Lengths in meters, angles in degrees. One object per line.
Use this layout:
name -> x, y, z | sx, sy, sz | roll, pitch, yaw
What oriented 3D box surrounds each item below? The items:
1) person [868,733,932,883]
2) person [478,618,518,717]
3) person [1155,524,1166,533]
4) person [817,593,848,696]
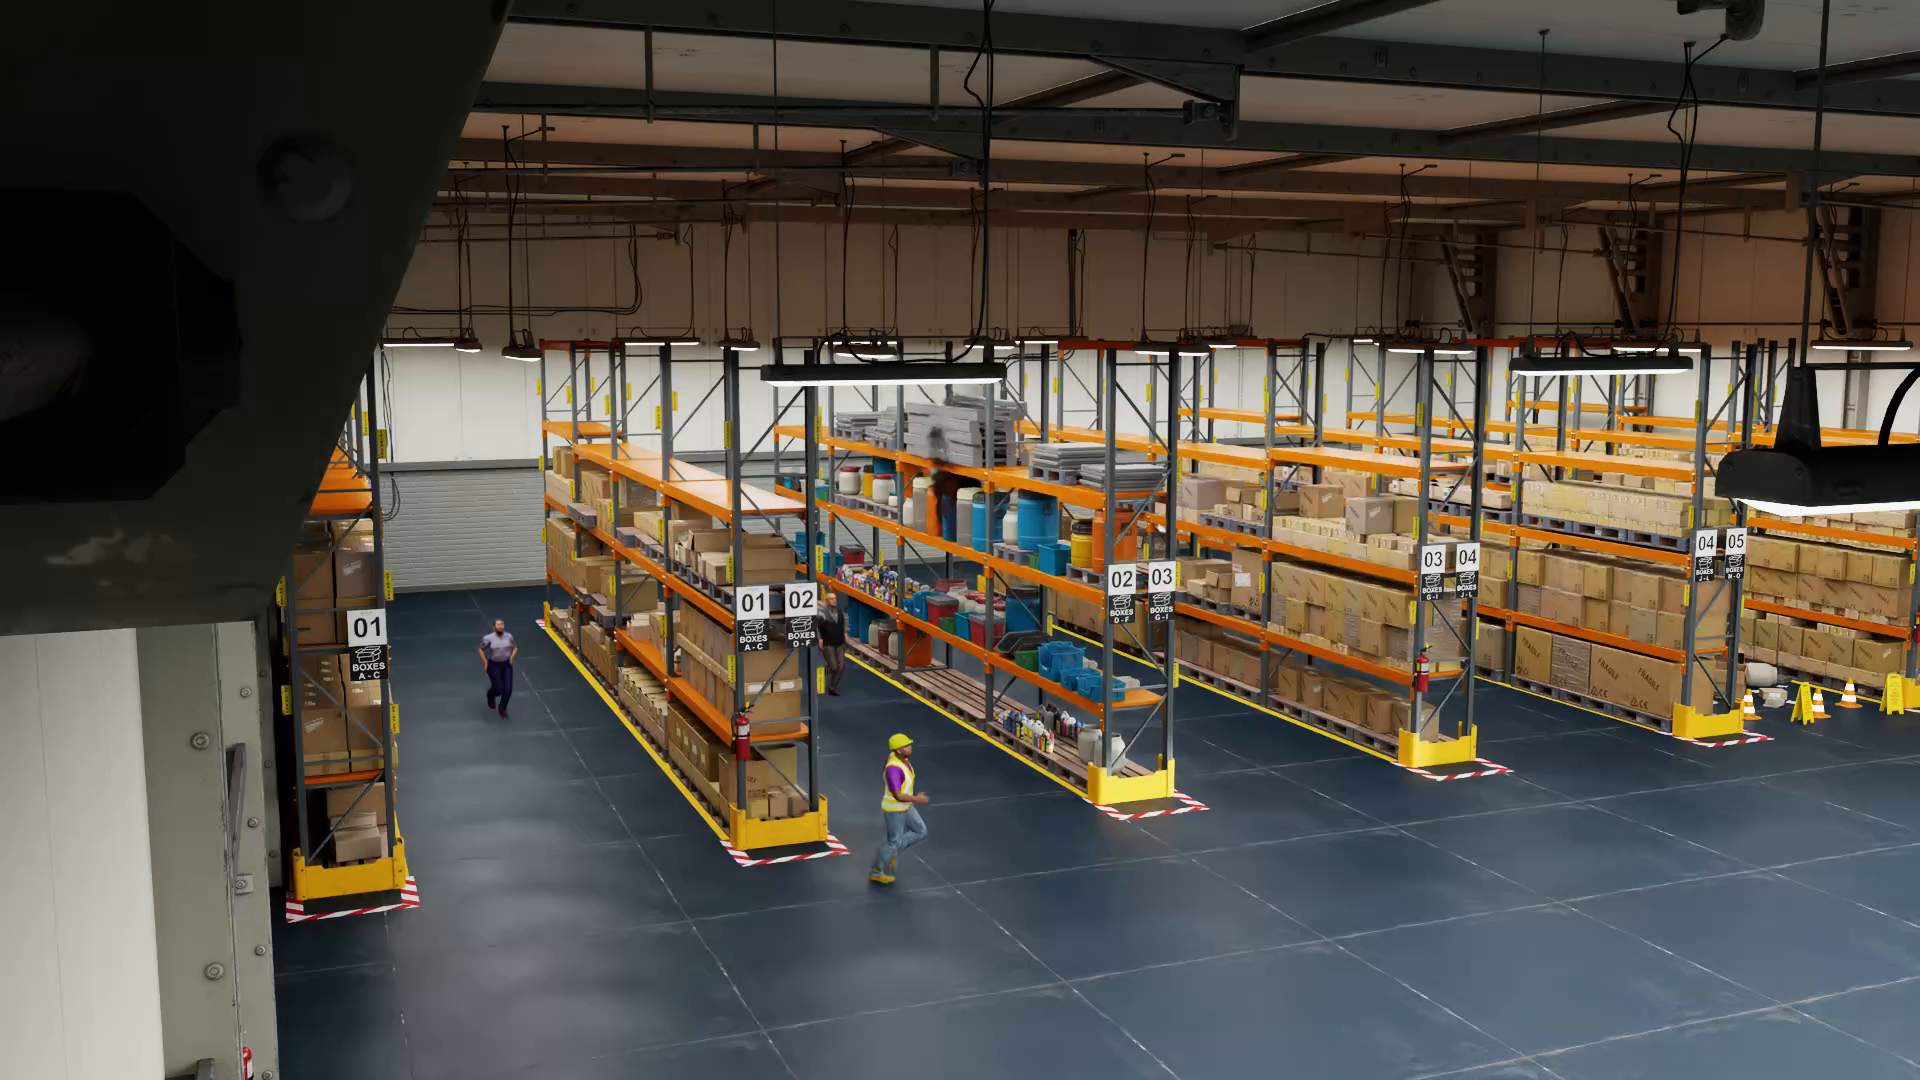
person -> -0.668, 3.024, 18.881 | 0.740, 1.717, 0.731 | 1, 8, 10
person -> -7.427, 2.062, 26.861 | 0.607, 1.606, 0.549 | -5, 9, -31
person -> 4.740, 0.215, 40.961 | 0.542, 1.615, 0.665 | -6, 9, -38
person -> -2.077, 1.702, 27.012 | 0.658, 1.684, 0.583 | -5, 9, -34
